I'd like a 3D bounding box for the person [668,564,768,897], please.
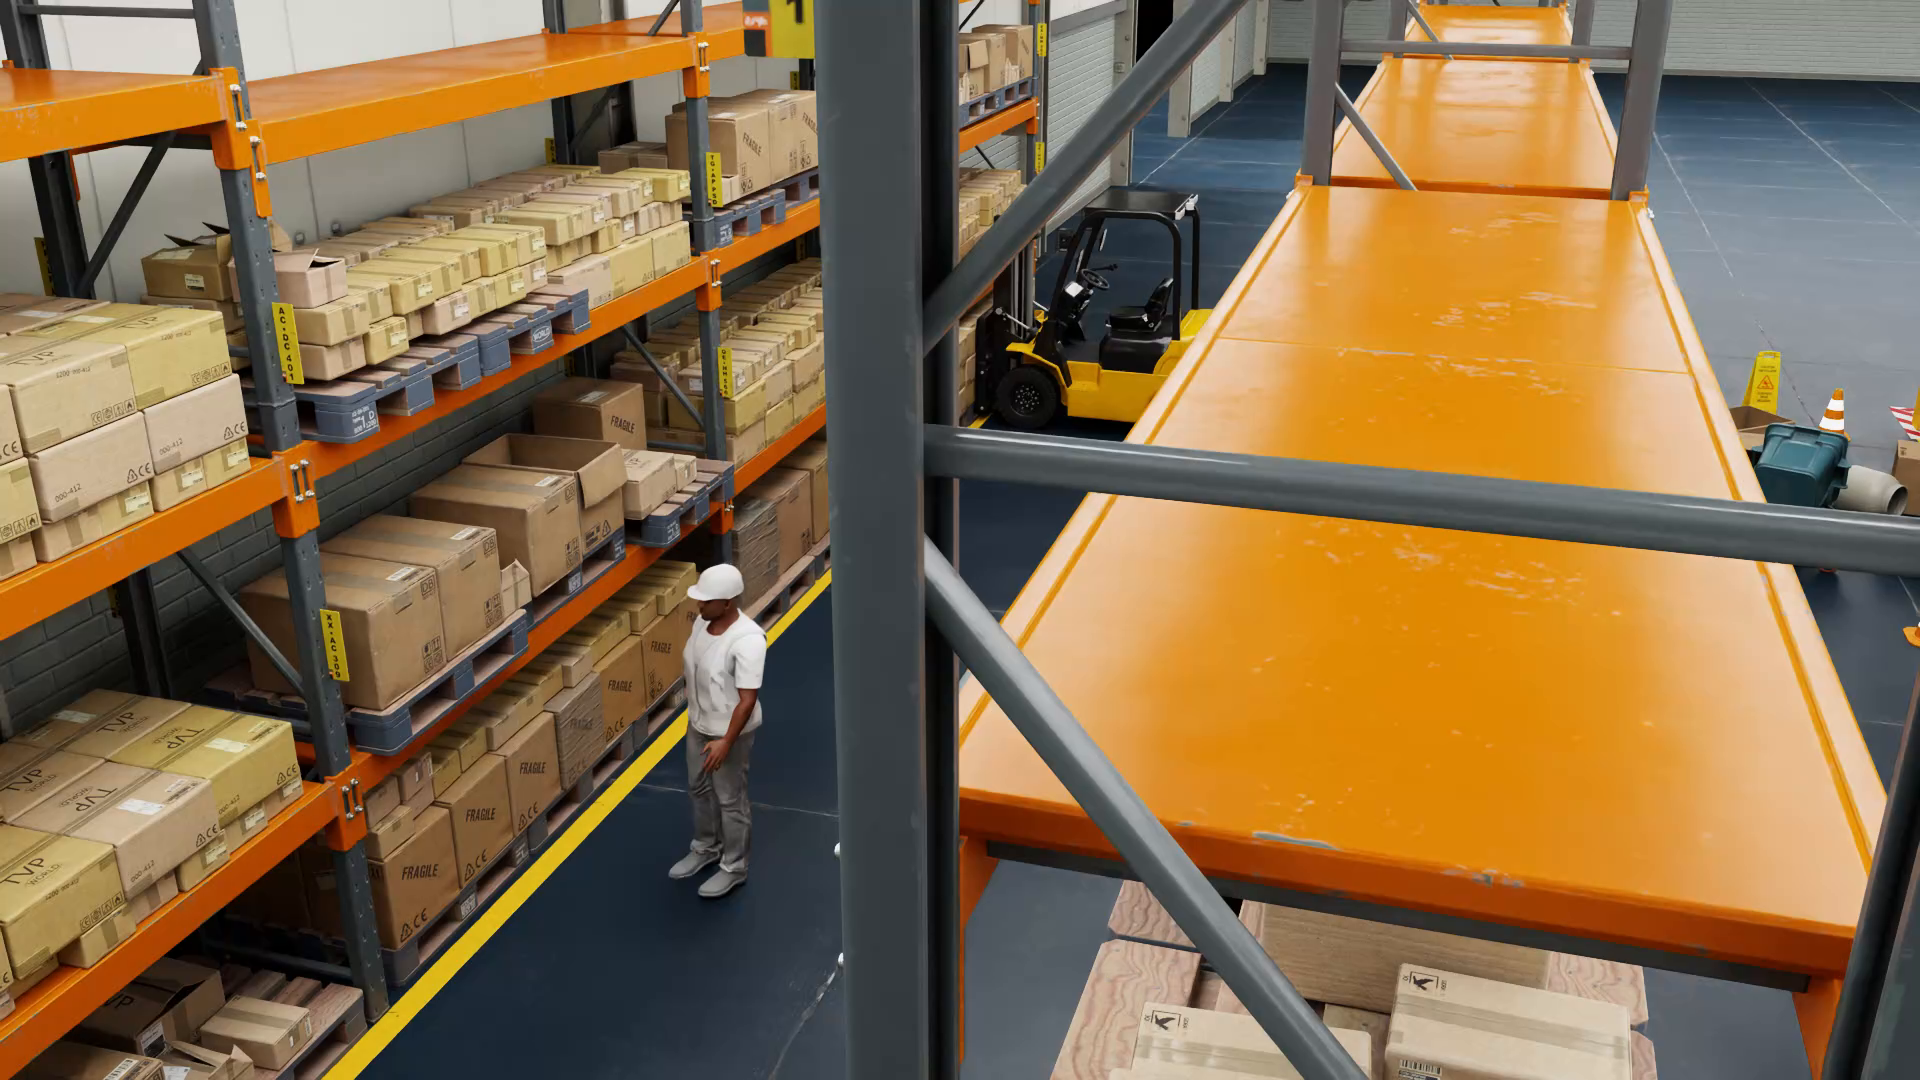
[{"bbox_3d":[-1.267,0.981,8.587,0.489,1.794,0.588,-19,29,-39],"label":"person"}]
